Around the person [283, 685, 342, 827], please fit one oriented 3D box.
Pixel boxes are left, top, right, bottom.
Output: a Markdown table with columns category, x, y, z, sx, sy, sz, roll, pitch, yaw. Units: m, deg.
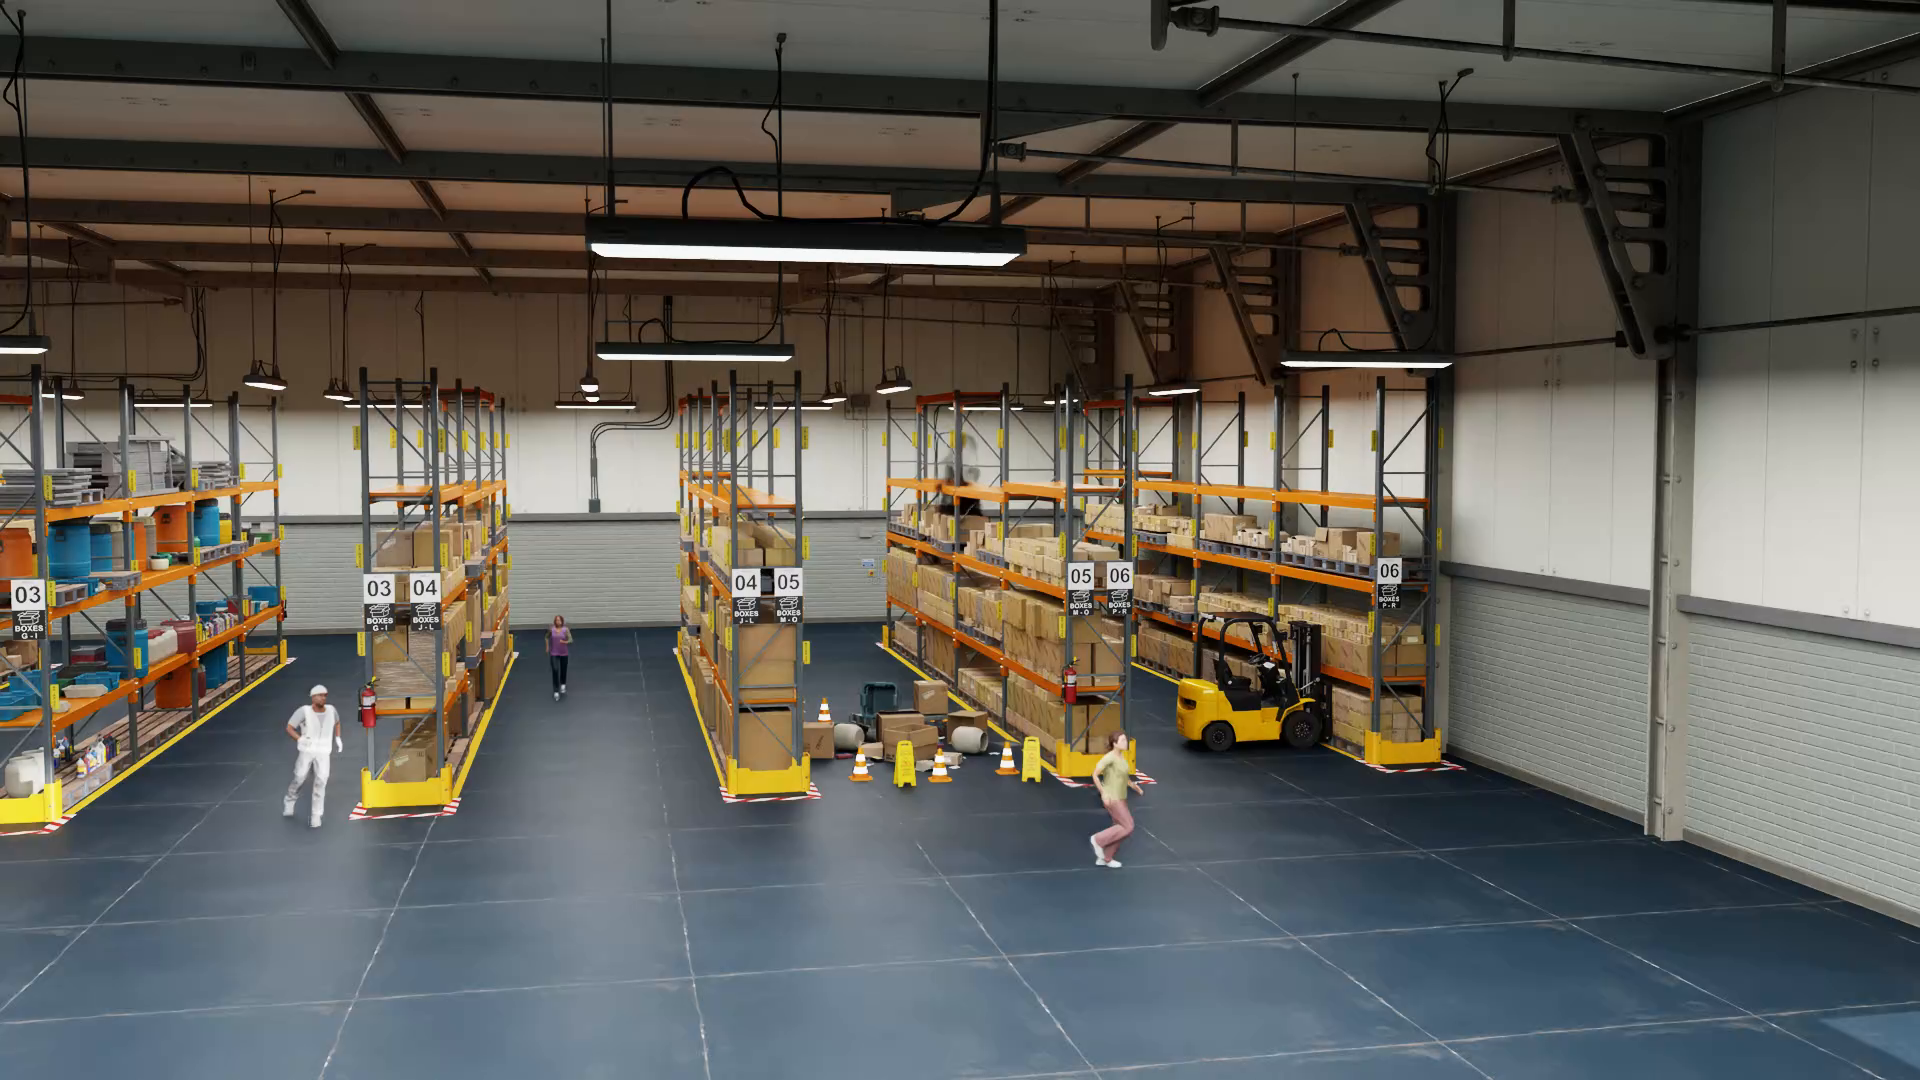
| category | x | y | z | sx | sy | sz | roll | pitch | yaw |
| --- | --- | --- | --- | --- | --- | --- | --- | --- | --- |
| person | -8.477 | 2.805 | 21.899 | 0.742 | 1.780 | 0.944 | -2 | 4 | -35 |

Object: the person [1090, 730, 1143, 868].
| category | x | y | z | sx | sy | sz | roll | pitch | yaw |
| --- | --- | --- | --- | --- | --- | --- | --- | --- | --- |
| person | 1.836 | 3.034 | 19.467 | 0.577 | 1.620 | 0.567 | 2 | 4 | 28 |

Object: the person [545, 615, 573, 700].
| category | x | y | z | sx | sy | sz | roll | pitch | yaw |
| --- | --- | --- | --- | --- | --- | --- | --- | --- | --- |
| person | -7.807 | 2.253 | 32.369 | 0.528 | 1.601 | 0.868 | -1 | 4 | -14 |
